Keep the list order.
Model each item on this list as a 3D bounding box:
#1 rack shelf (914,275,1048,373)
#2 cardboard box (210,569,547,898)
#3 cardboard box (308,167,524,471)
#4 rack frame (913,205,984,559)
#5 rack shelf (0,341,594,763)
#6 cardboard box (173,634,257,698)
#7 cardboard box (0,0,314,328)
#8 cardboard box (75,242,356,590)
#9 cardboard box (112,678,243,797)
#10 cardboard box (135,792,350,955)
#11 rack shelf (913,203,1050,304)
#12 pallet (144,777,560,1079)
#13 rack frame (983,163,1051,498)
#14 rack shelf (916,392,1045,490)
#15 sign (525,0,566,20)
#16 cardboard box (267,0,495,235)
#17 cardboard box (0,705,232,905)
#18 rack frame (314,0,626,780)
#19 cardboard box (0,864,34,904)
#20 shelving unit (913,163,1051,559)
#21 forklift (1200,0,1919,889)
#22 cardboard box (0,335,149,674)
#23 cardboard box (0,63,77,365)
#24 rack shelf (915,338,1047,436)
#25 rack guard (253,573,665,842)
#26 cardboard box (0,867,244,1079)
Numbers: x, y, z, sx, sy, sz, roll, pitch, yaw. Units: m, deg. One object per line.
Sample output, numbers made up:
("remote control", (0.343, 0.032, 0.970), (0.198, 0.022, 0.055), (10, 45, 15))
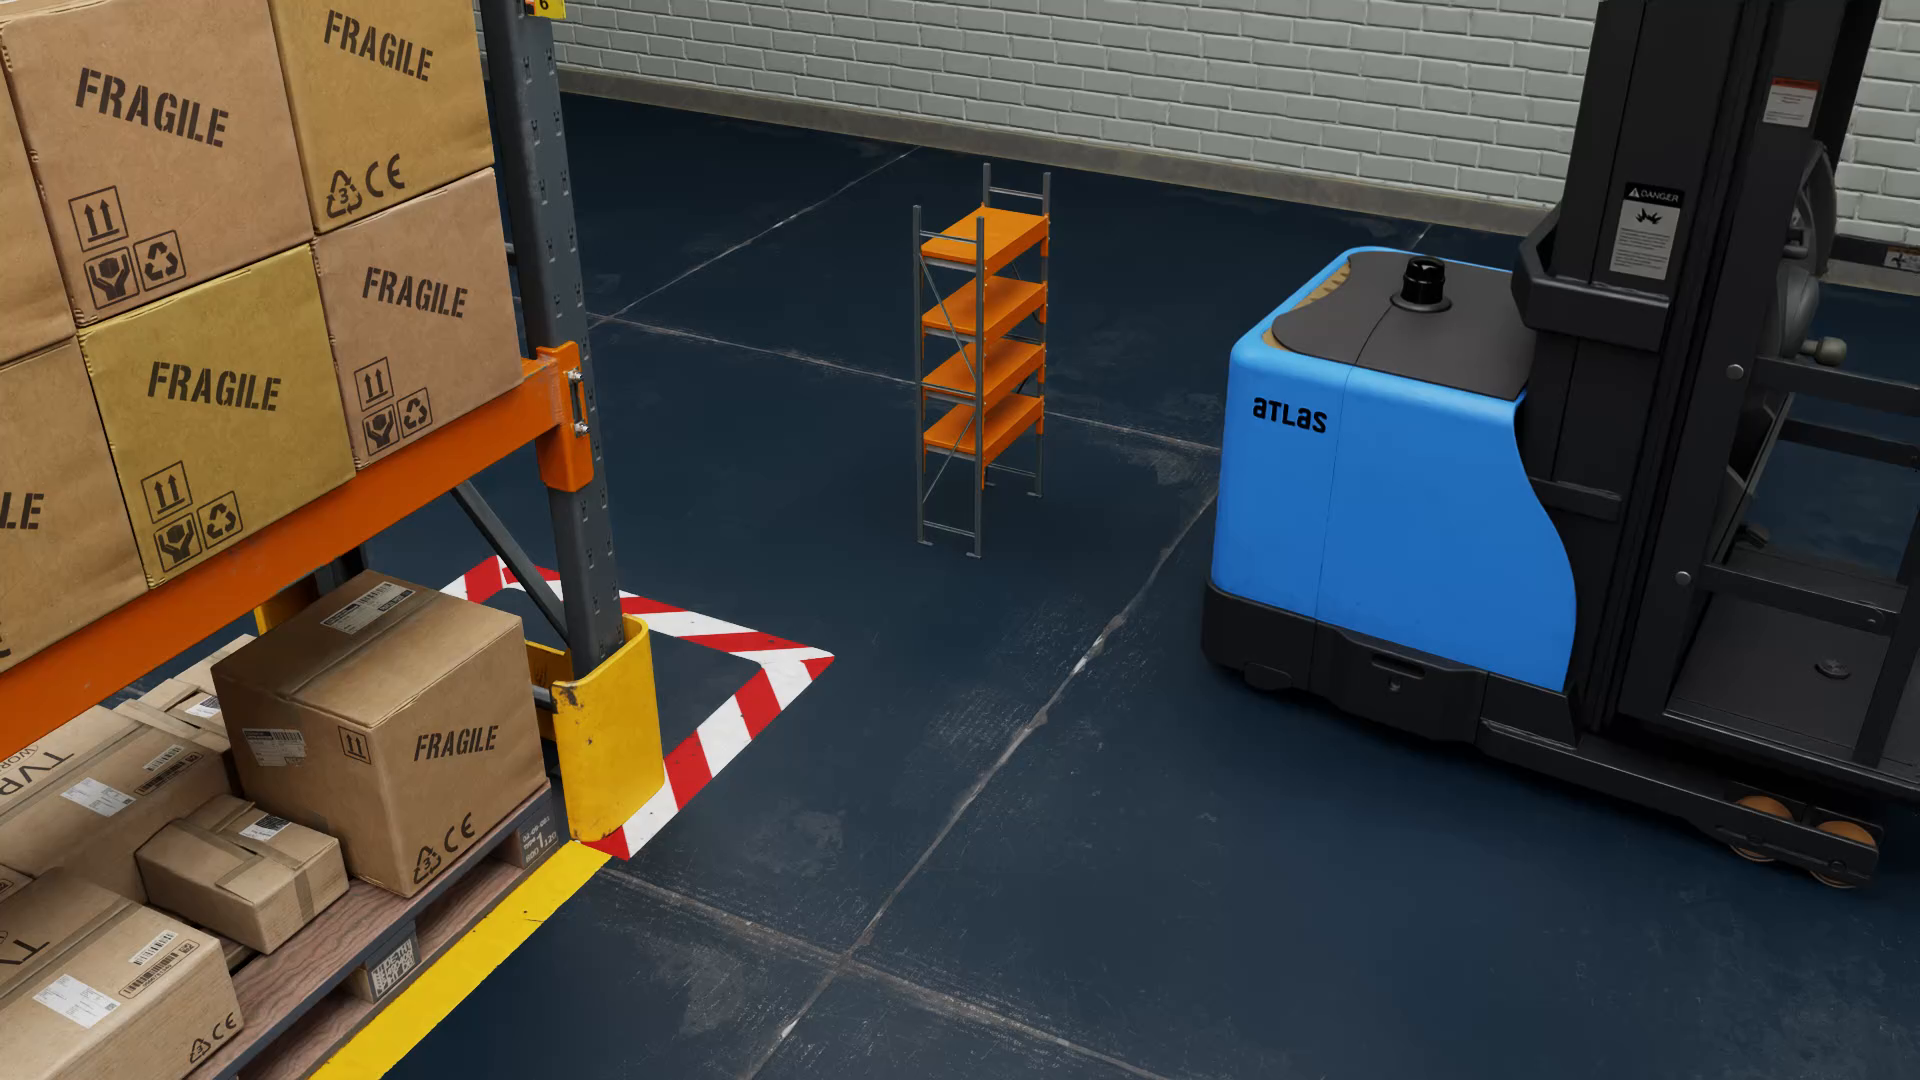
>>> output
("rack shelf", (0.075, -0.729, 5.501), (0.258, 0.148, 0.480), (14, 33, 23))
("cardboard box", (-1.384, 0.452, 4.019), (0.500, 0.500, 0.500), (14, 33, 23))
("cardboard box", (-1.318, -0.521, 3.545), (0.500, 0.500, 0.500), (15, 33, 25))
("rack frame", (-0.036, -0.486, 5.391), (0.240, 1.200, 0.015), (14, 33, 23))
("rack shelf", (-2.267, 0.460, 2.659), (1.077, 0.370, 4.000), (14, 33, 23))
("cardboard box", (-1.853, 0.415, 4.436), (0.380, 0.149, 0.250), (14, 33, 23))
("cardboard box", (-1.543, -0.731, 2.907), (0.500, 0.500, 0.500), (15, 33, 25))
("cardboard box", (-1.551, -0.290, 3.143), (0.500, 0.500, 0.500), (15, 33, 24))
("cardboard box", (-1.966, 0.518, 4.239), (0.380, 0.166, 0.250), (14, 33, 23))
("cardboard box", (-1.649, 0.756, 3.825), (0.380, 0.166, 0.250), (14, 33, 23))
("rack shelf", (0.075, -0.934, 5.383), (0.258, 0.148, 0.480), (14, 33, 23))
("pallet", (-1.753, 0.859, 4.043), (1.003, 0.211, 1.213), (14, 33, 23))
("rack frame", (0.187, -0.702, 5.767), (0.240, 1.200, 0.015), (14, 33, 23))
("rack shelf", (0.075, -0.363, 5.711), (0.258, 0.148, 0.480), (14, 33, 23))
("sign", (-0.871, -1.243, 3.422), (0.100, 0.325, 0.005), (14, 33, 23))
("cardboard box", (-1.314, -0.955, 3.297), (0.500, 0.500, 0.500), (14, 33, 23))
("cardboard box", (-2.084, 0.662, 3.905), (0.500, 0.250, 0.500), (14, 33, 23))
("rack frame", (-1.356, -0.738, 4.023), (1.000, 3.000, 0.127), (14, 33, 23))
("cardboard box", (-2.312, 0.883, 3.519), (0.500, 0.250, 0.500), (14, 33, 23))
("shelving unit", (0.075, -0.594, 5.579), (0.258, 1.200, 0.503), (14, 33, 23))
("forklift", (2.253, -0.693, 4.013), (3.031, 2.935, 1.130), (17, 34, 27))
("cardboard box", (-1.783, -0.071, 2.760), (0.500, 0.500, 0.500), (15, 33, 24))
("cardboard box", (-1.775, -0.500, 2.505), (0.500, 0.500, 0.500), (15, 33, 25))
("rack shelf", (0.075, -0.535, 5.612), (0.258, 0.148, 0.480), (14, 33, 23))
("rack guard", (-1.390, 0.379, 4.587), (1.175, 0.500, 0.348), (14, 33, 23))
("cardboard box", (-1.844, 0.975, 3.360), (0.500, 0.250, 0.500), (14, 33, 23))
